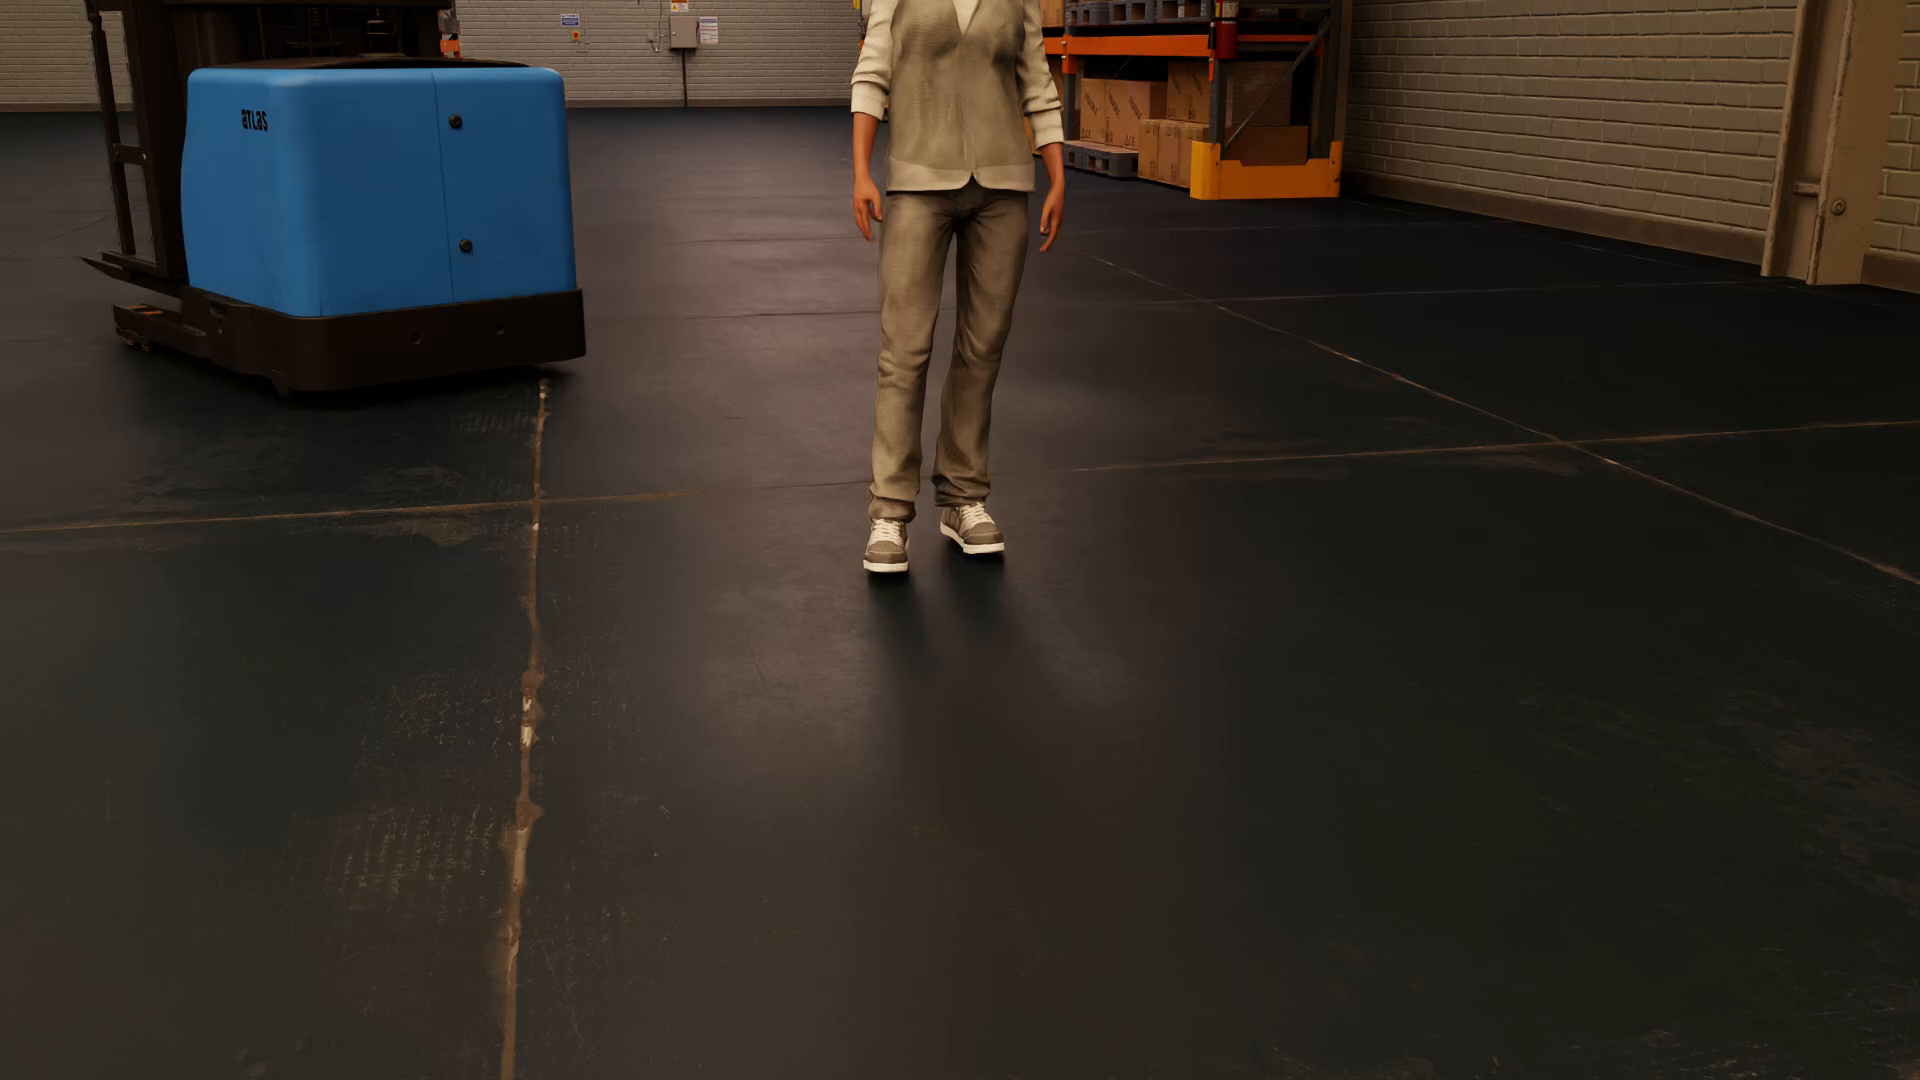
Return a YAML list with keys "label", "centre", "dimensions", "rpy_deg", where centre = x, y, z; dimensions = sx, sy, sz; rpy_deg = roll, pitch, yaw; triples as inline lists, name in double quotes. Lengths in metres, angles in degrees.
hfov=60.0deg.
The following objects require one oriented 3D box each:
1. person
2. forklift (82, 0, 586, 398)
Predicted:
- label: "person"
  centre: [0.003, -0.751, 3.713]
  dimensions: [0.520, 1.599, 0.473]
  rpy_deg: [-4, 17, -12]
- label: "forklift"
  centre: [-2.718, -2.221, 6.348]
  dimensions: [1.130, 2.935, 3.031]
  rpy_deg: [-15, 22, -40]
